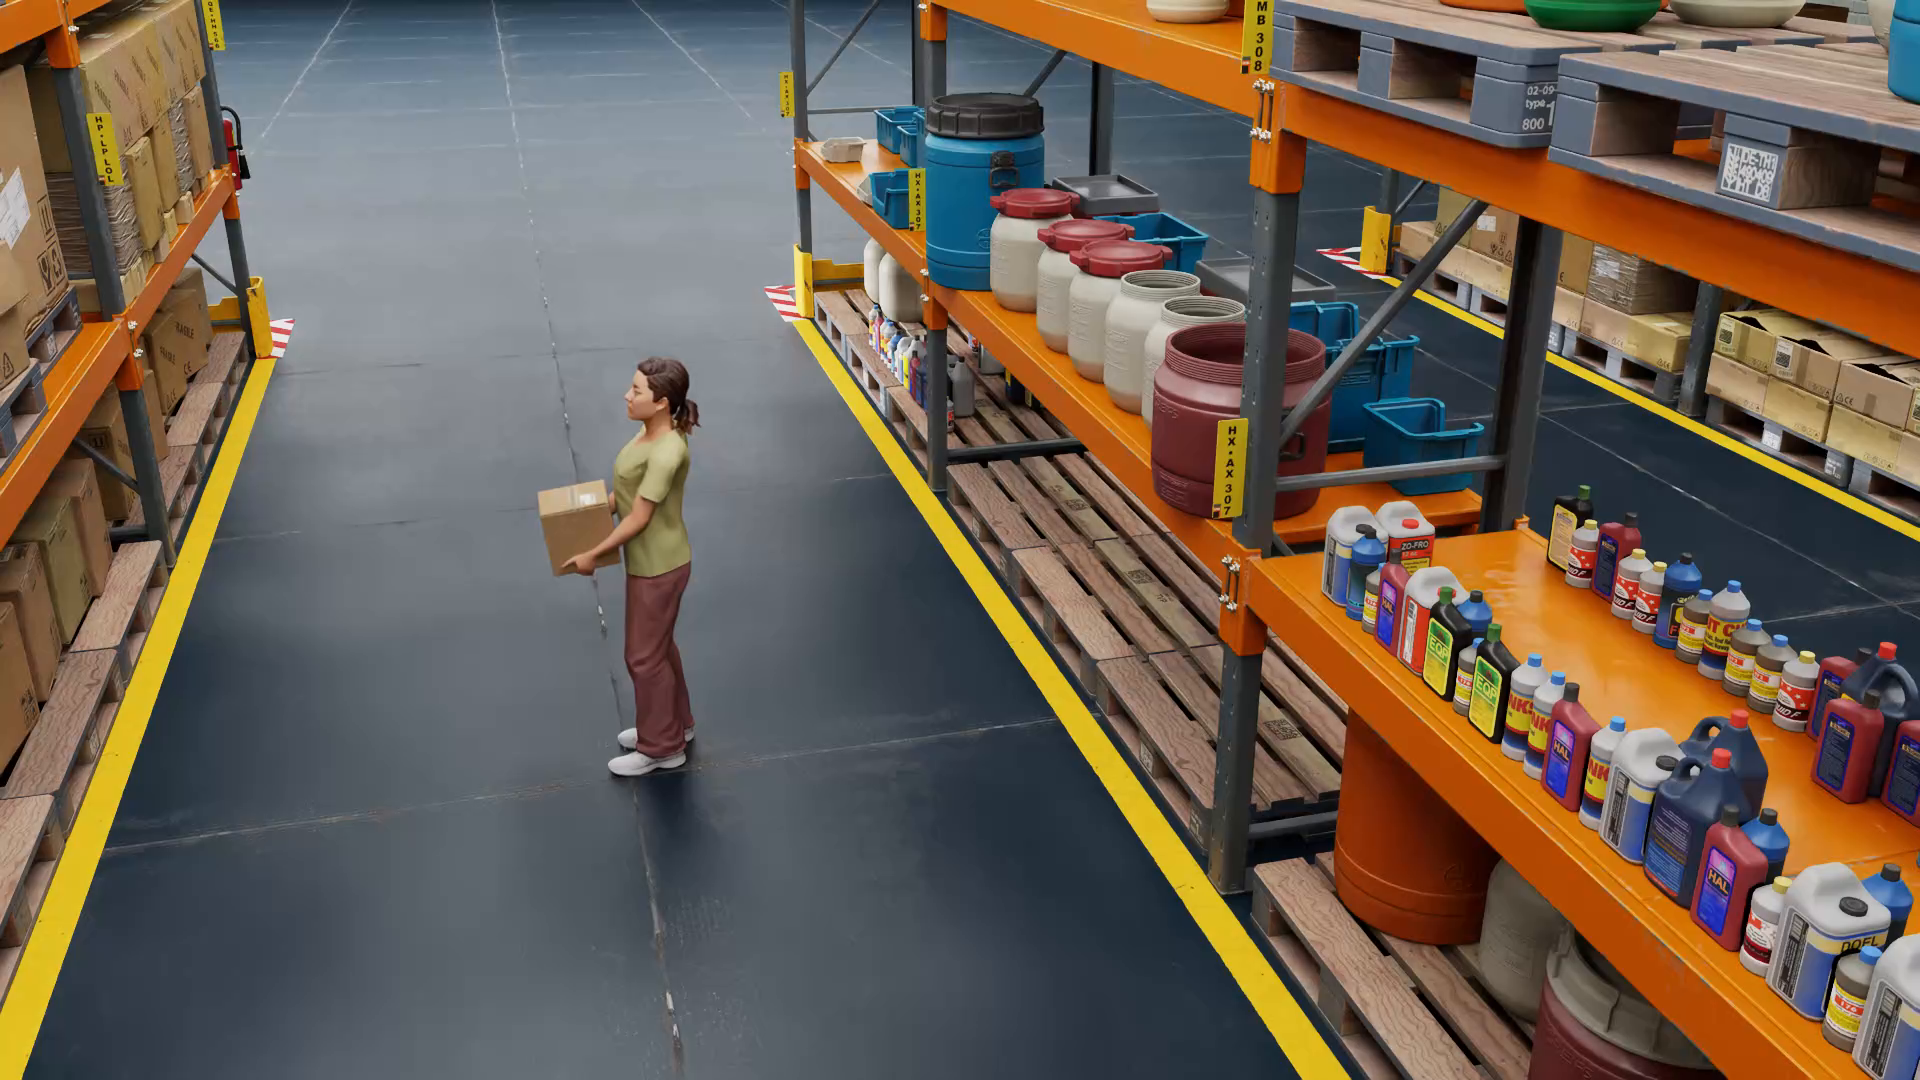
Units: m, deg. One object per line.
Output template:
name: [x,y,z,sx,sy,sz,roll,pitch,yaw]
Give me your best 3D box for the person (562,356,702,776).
person: [-1.234,0.108,6.358,0.561,1.662,0.426,-6,24,-14]
